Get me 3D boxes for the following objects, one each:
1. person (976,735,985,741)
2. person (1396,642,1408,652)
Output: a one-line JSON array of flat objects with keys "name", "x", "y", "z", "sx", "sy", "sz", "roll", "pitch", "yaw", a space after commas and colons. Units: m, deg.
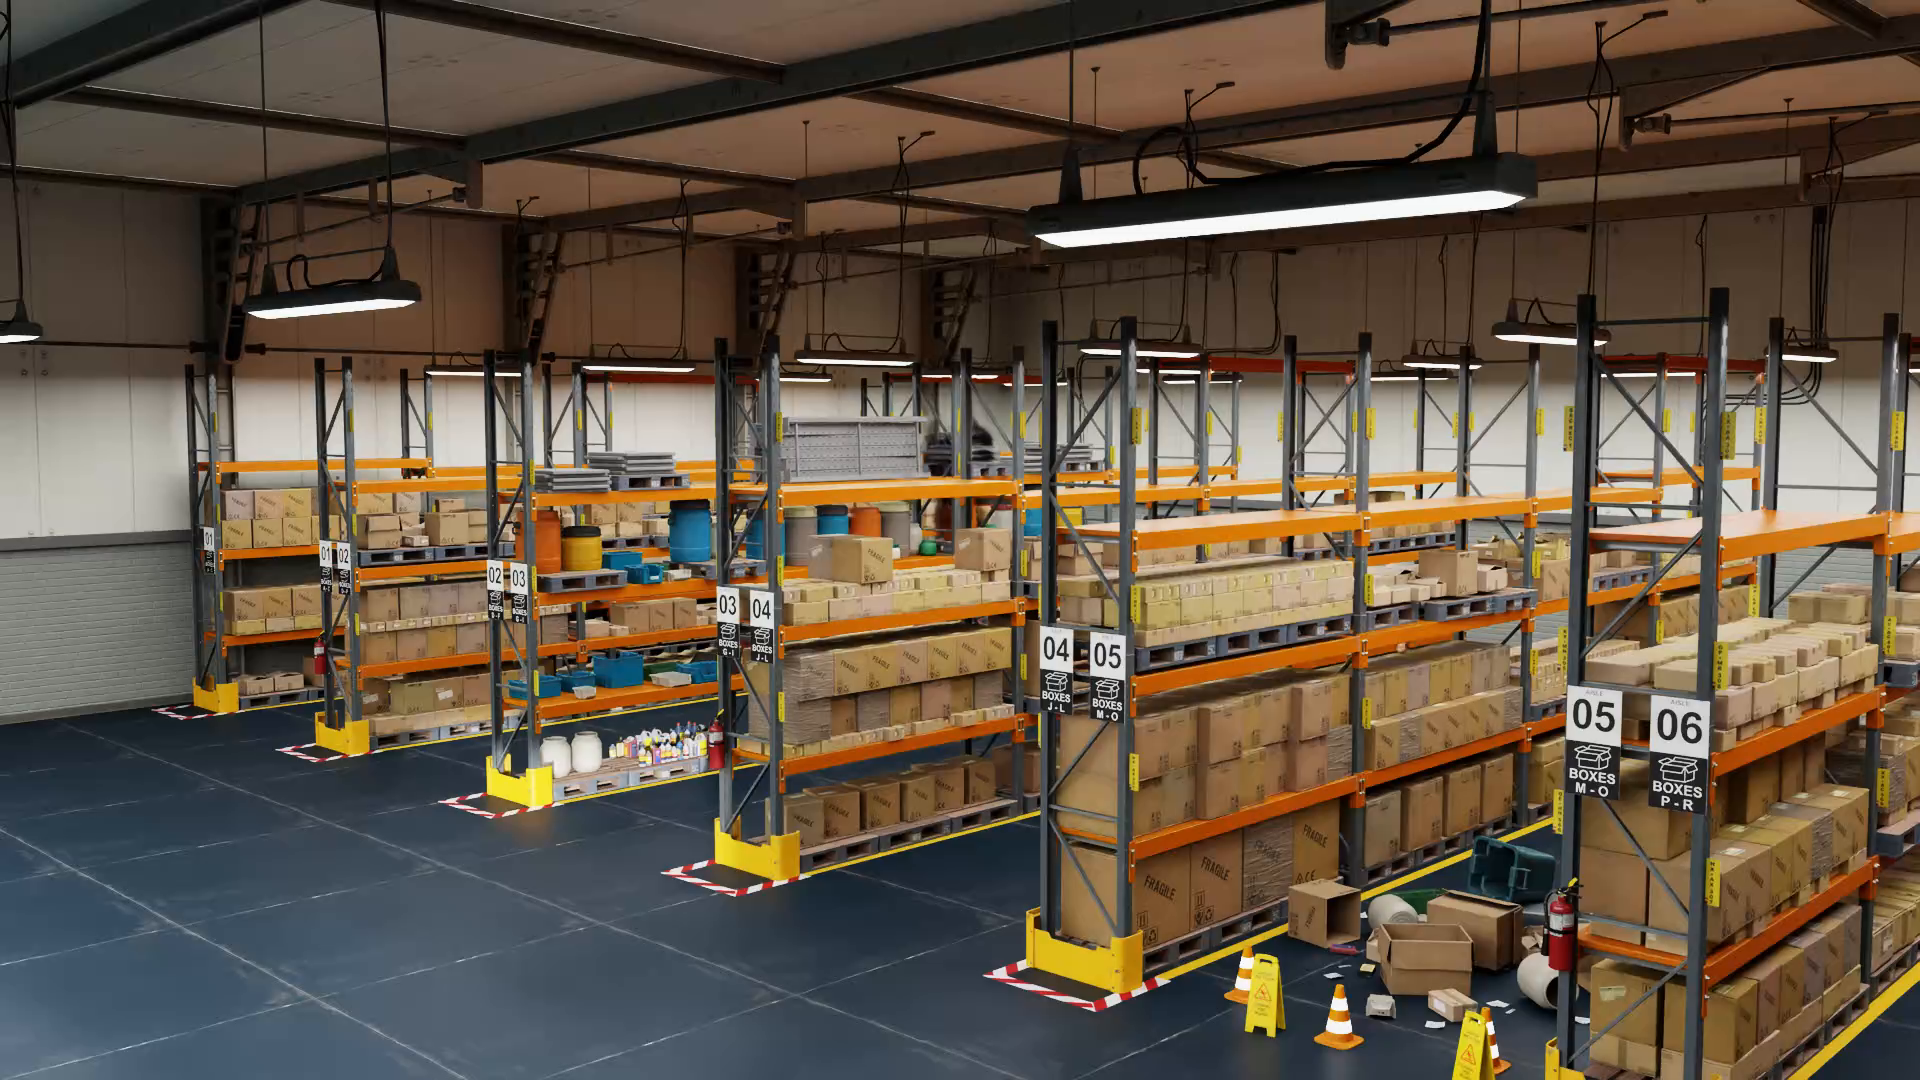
[{"name": "person", "x": 0.059, "y": 2.143, "z": 24.683, "sx": 0.673, "sy": 1.763, "sz": 0.883, "roll": 3, "pitch": 6, "yaw": 38}, {"name": "person", "x": 6.801, "y": 2.372, "z": 25.578, "sx": 0.541, "sy": 1.720, "sz": 0.722, "roll": 4, "pitch": 6, "yaw": 40}]
